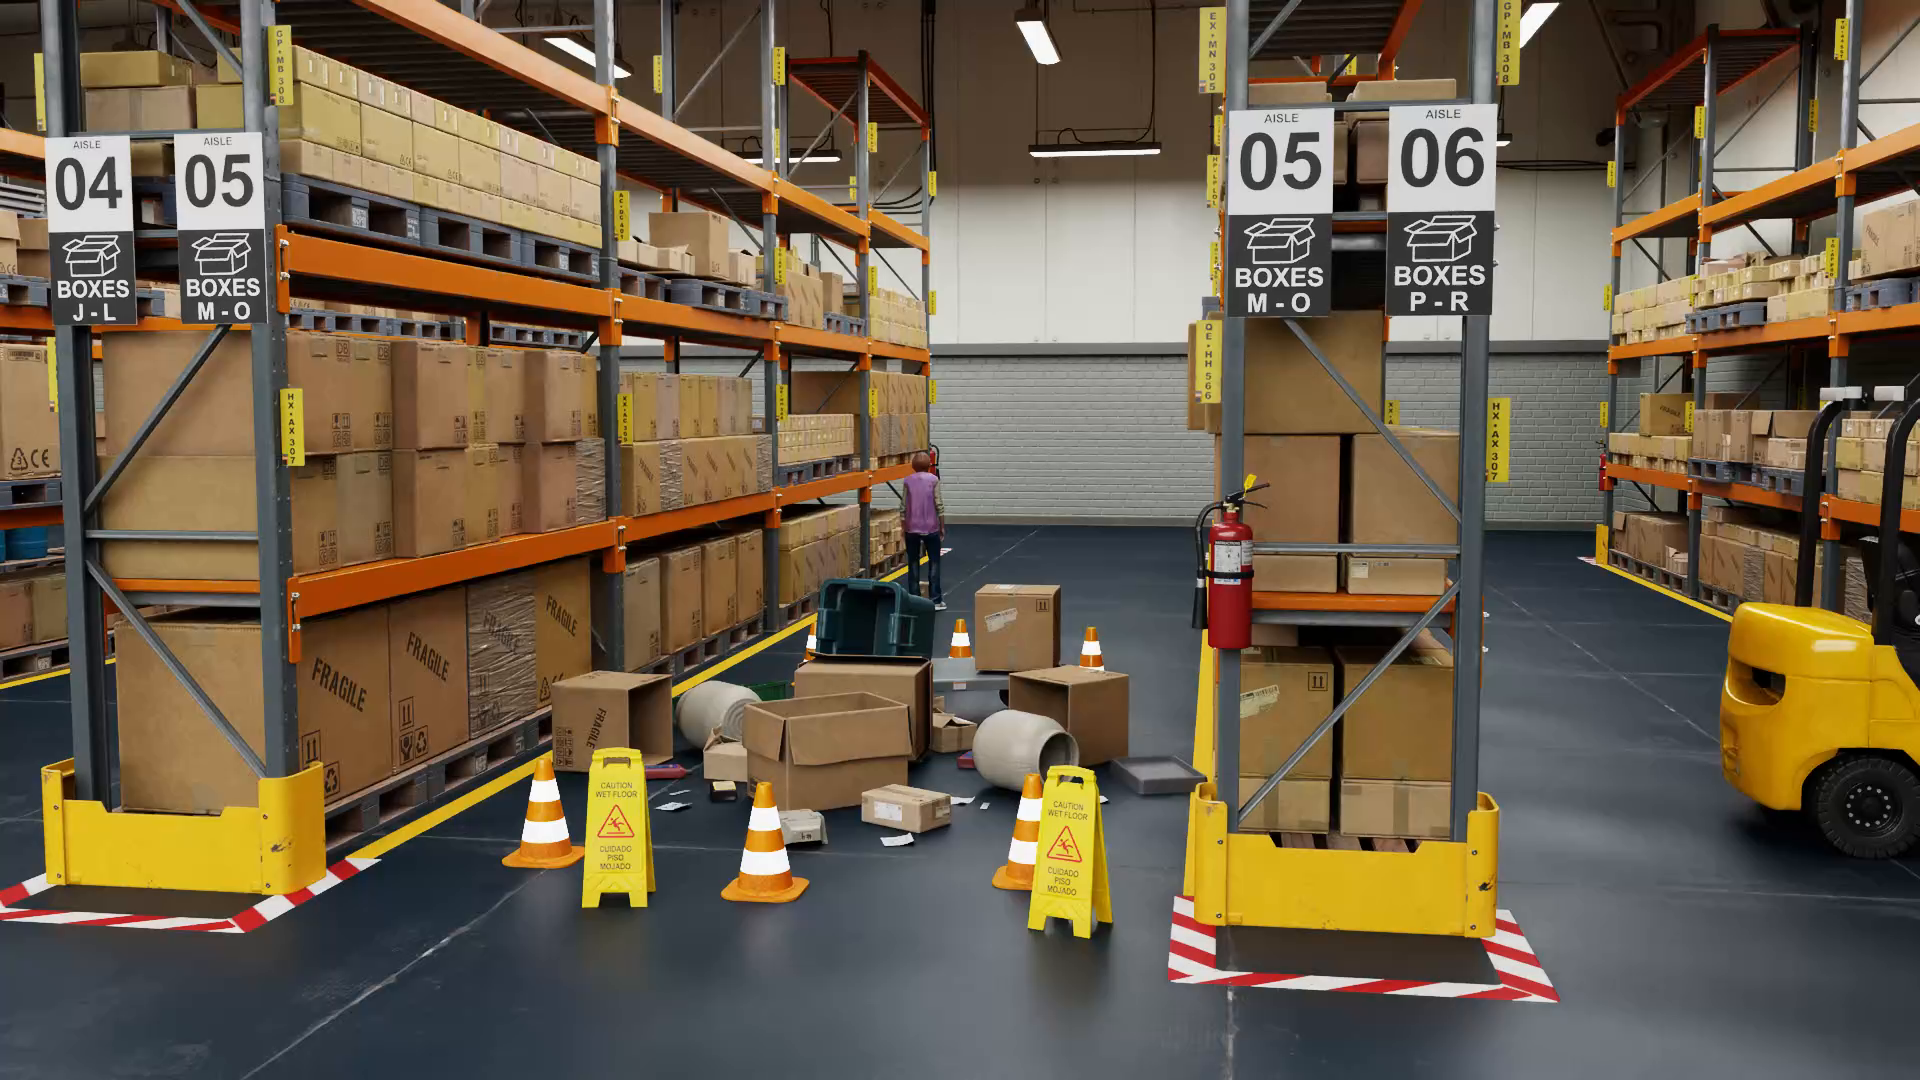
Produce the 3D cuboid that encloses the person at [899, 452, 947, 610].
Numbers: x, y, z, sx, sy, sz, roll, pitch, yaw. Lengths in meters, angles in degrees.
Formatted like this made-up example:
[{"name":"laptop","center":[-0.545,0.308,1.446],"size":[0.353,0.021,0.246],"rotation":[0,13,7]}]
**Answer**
[{"name":"person","center":[-0.376,-0.087,16.697],"size":[0.459,1.591,0.369],"rotation":[1,5,9]}]
